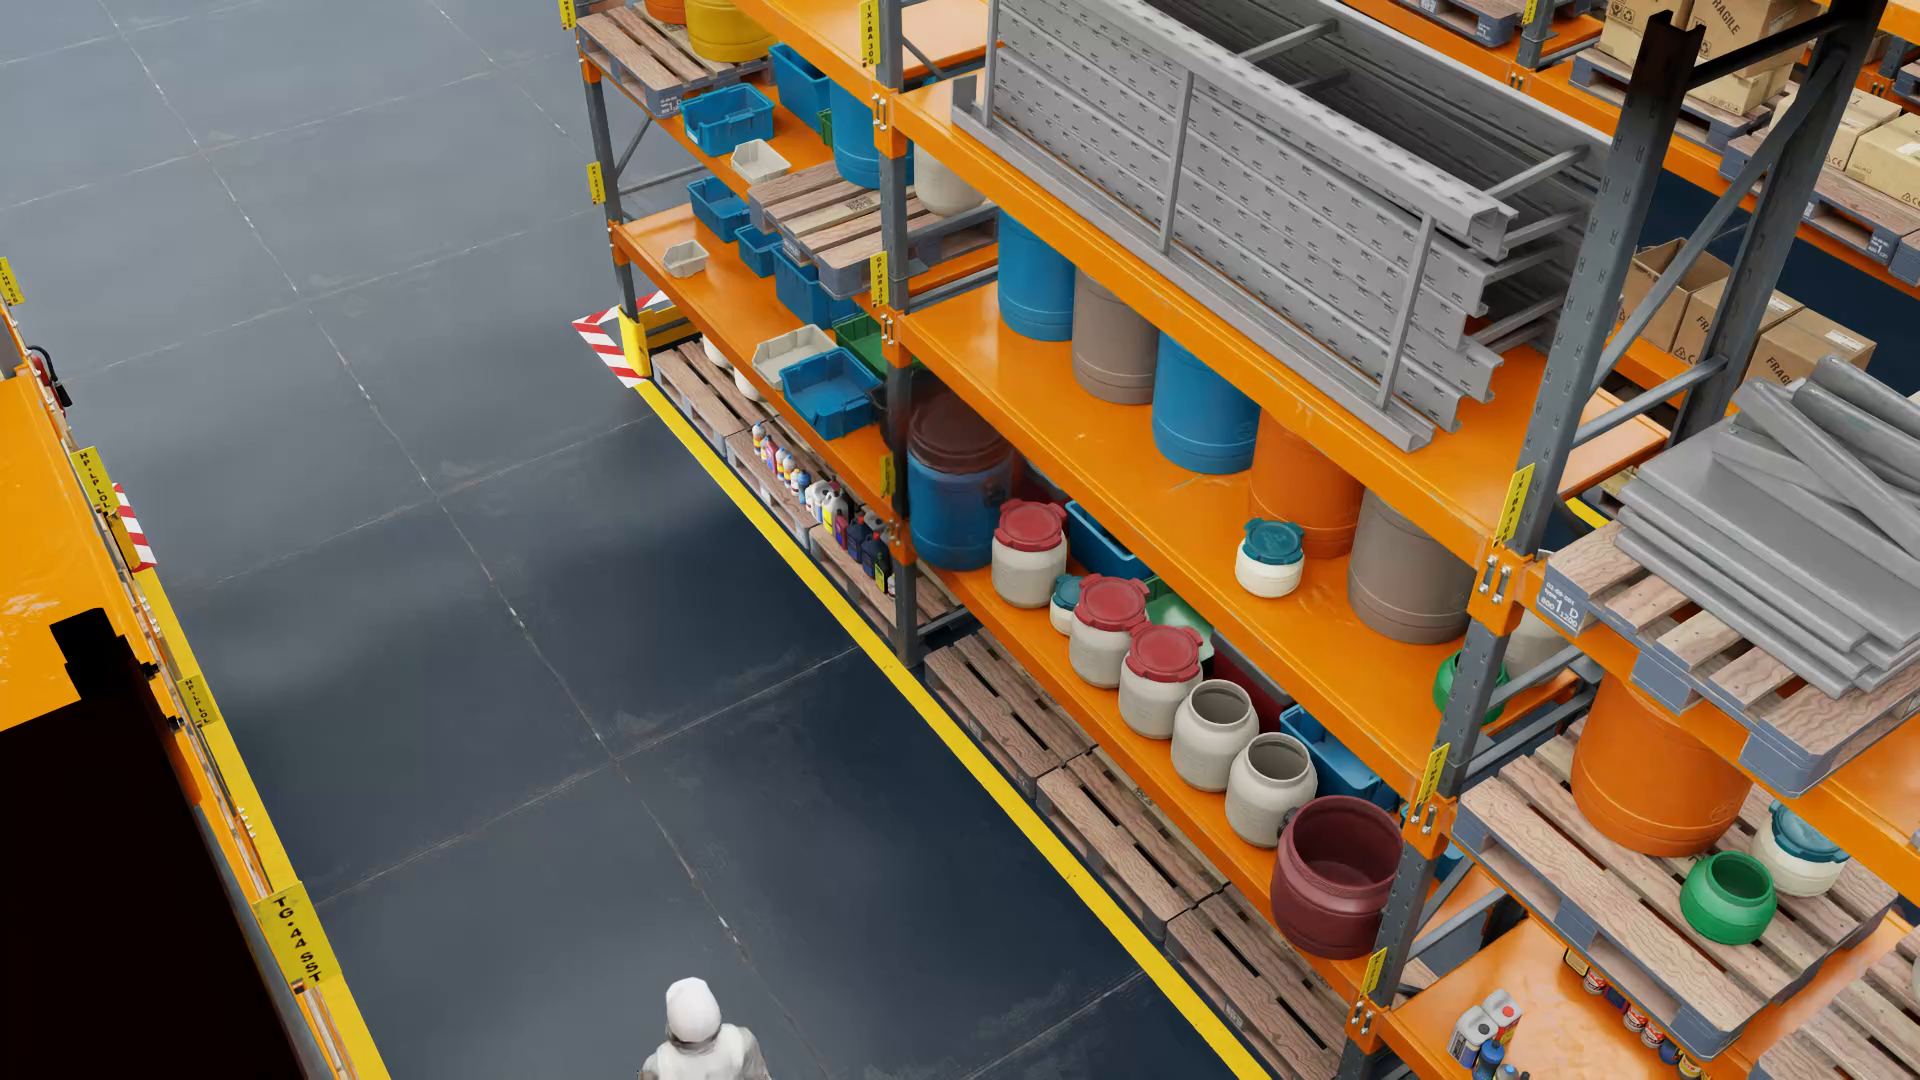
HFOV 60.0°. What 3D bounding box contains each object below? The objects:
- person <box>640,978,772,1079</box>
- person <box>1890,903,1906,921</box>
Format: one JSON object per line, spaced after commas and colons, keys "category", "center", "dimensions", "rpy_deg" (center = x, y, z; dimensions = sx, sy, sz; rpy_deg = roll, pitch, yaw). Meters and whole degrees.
{"category": "person", "center": [-1.148, 2.585, 7.614], "dimensions": [0.527, 1.655, 0.917], "rpy_deg": [-29, 50, -28]}
{"category": "person", "center": [4.251, 2.317, 8.094], "dimensions": [0.725, 1.578, 0.673], "rpy_deg": [-18, 46, -18]}
